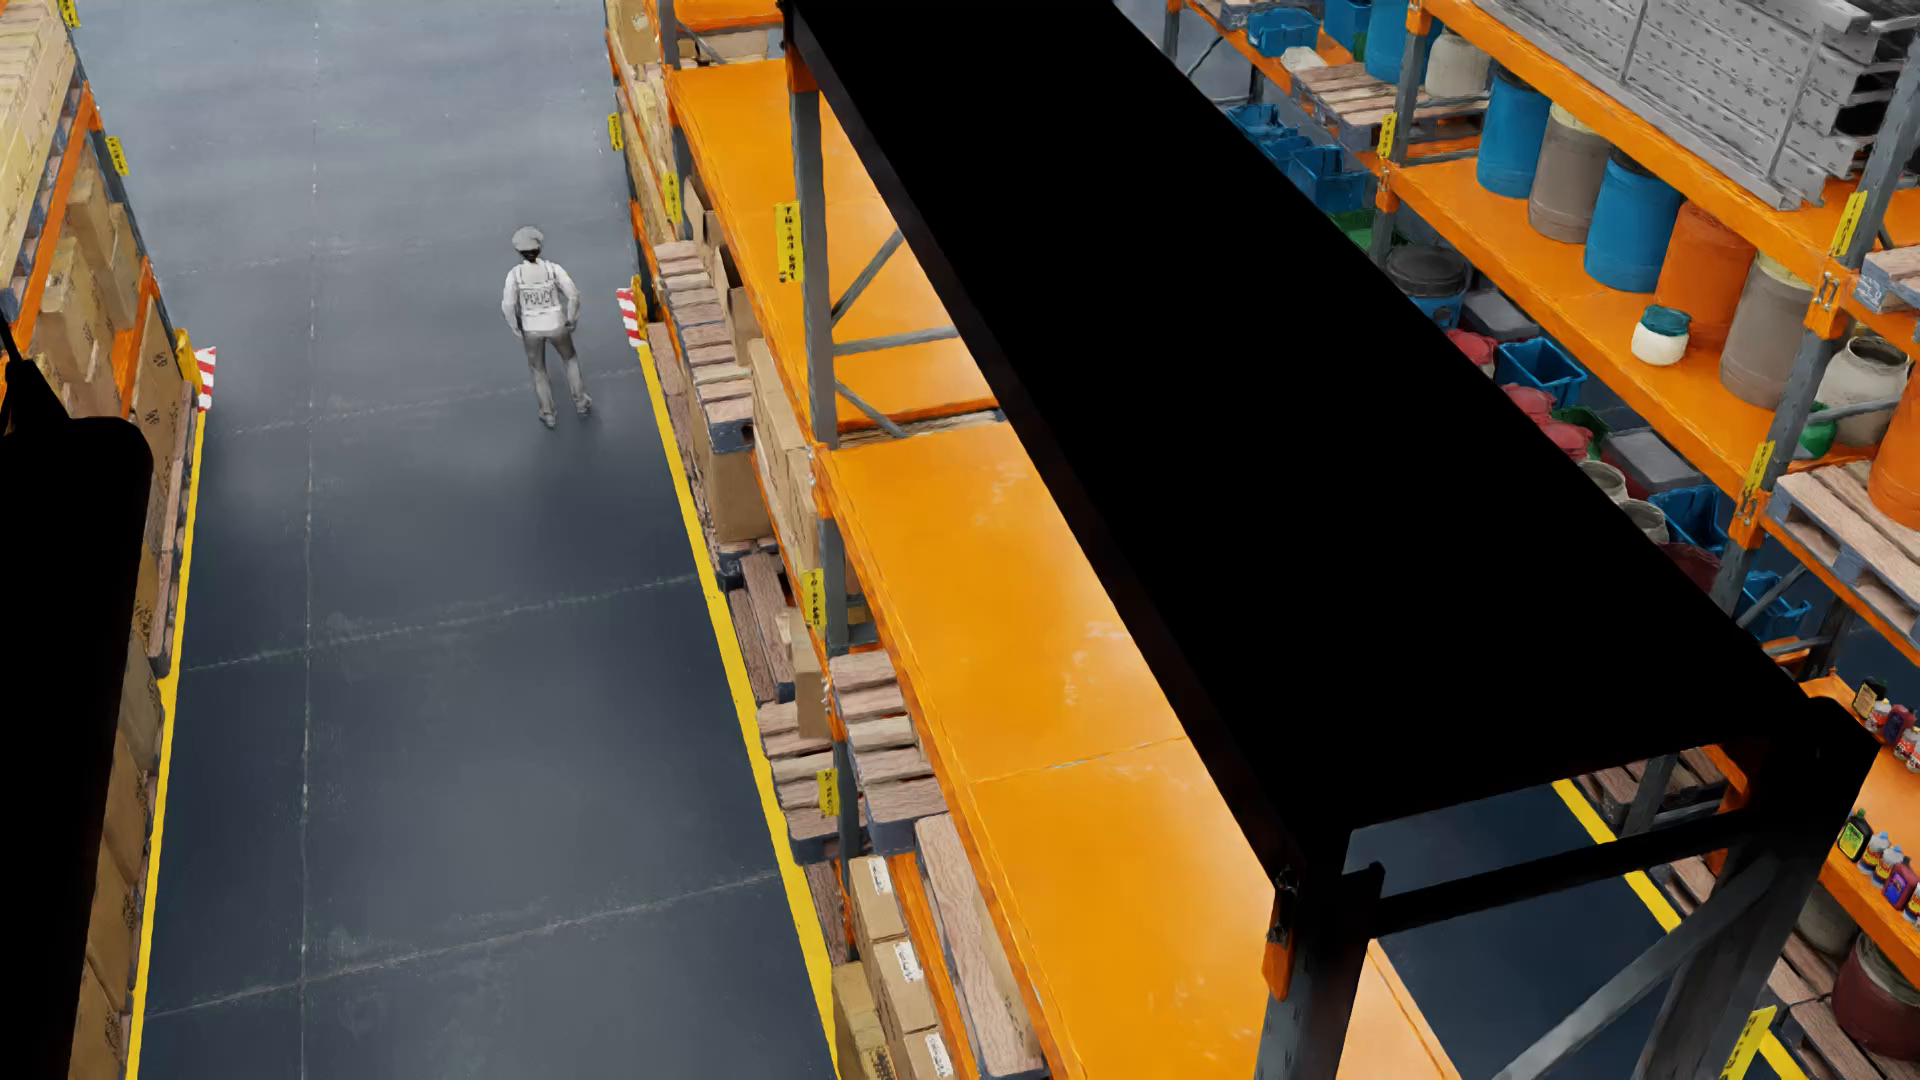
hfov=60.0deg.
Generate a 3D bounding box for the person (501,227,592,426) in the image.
[{"bbox_3d":[-3.428,-1.764,13.752,0.639,1.632,0.512,-12,40,-15],"label":"person"}]
